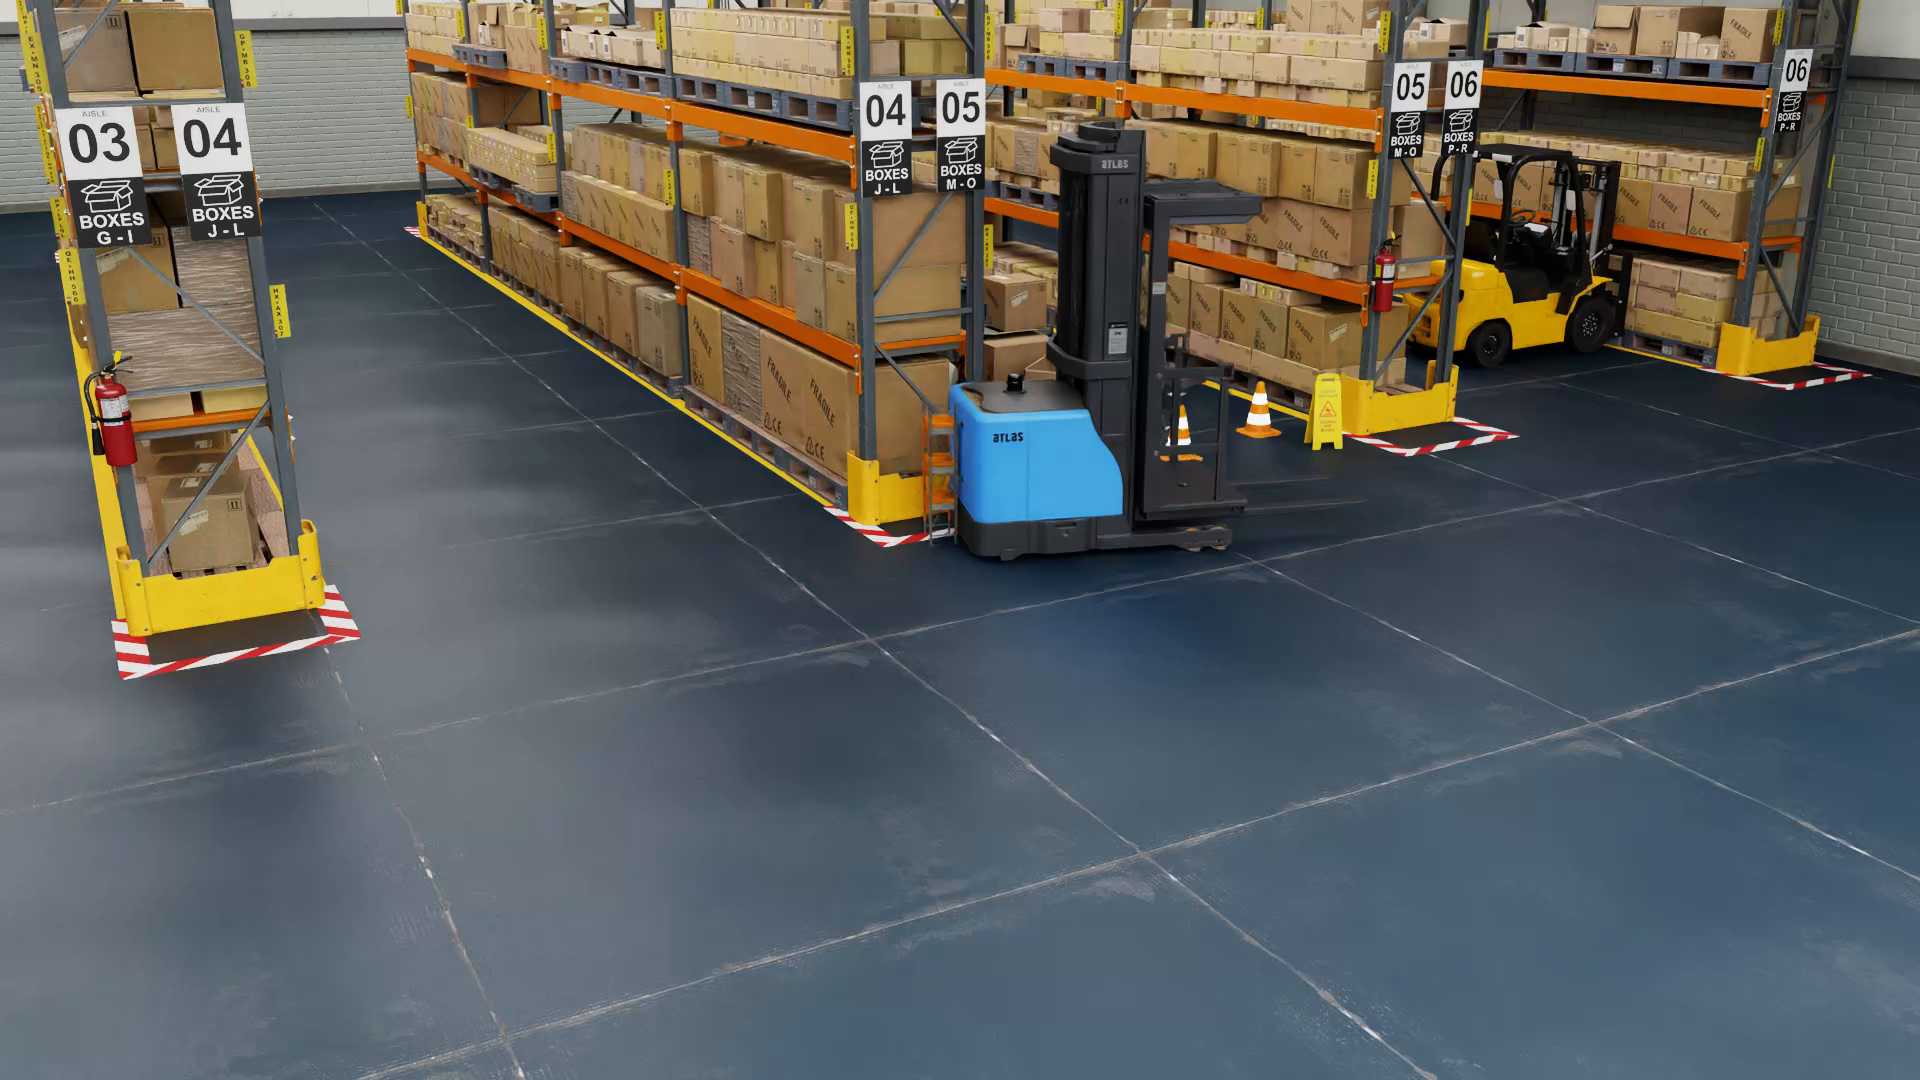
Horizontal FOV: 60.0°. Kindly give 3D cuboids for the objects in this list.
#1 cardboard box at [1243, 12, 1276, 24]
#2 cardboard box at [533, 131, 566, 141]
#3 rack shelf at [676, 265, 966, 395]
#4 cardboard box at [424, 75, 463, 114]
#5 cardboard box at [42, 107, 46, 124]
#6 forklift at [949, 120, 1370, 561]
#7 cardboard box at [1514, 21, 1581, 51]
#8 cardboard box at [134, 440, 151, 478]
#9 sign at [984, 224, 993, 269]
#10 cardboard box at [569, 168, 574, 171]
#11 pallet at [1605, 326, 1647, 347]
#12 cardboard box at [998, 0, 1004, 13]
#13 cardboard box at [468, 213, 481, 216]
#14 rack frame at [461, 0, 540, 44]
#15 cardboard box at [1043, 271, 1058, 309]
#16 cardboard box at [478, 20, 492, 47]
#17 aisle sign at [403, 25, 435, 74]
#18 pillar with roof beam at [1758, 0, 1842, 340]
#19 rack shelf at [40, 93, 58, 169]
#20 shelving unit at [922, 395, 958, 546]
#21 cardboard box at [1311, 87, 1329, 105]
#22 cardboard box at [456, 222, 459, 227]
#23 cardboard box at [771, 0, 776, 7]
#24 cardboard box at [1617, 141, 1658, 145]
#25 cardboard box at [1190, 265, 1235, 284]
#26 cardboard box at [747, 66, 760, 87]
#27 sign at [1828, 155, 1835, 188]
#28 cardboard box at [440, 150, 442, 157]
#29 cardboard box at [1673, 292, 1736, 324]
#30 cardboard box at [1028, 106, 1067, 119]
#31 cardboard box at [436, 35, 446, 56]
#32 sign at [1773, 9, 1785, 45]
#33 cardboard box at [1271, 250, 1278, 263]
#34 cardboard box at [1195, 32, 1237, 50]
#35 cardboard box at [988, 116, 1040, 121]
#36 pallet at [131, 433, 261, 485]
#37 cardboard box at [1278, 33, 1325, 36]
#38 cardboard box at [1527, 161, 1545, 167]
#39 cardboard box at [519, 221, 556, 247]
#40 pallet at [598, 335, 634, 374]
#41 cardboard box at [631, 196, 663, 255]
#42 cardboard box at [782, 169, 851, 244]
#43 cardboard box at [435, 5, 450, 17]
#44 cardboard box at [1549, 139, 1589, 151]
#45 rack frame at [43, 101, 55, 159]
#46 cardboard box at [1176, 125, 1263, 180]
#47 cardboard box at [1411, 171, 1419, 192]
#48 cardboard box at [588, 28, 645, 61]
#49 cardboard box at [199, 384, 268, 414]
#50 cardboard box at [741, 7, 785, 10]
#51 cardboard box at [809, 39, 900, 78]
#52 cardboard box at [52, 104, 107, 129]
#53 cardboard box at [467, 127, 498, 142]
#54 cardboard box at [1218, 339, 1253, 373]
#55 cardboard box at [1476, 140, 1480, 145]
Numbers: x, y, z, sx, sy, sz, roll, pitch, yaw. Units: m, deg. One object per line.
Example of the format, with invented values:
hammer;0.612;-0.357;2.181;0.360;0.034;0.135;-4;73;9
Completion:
cardboard box;4.163;-7.255;23.123;0.380;0.149;0.250;-9;21;-25
cardboard box;-5.251;-5.158;21.310;0.380;0.149;0.250;-10;21;-27
rack shelf;-1.239;-1.898;14.136;1.077;0.370;4.000;-10;21;-27
cardboard box;-7.435;-6.451;24.085;0.500;0.500;0.500;-11;22;-28
cardboard box;-11.821;-5.471;22.012;0.500;0.500;0.500;-11;22;-28
forklift;1.479;-1.465;11.885;3.031;2.935;1.130;-4;19;-11
cardboard box;6.667;-5.723;18.859;0.500;0.311;0.500;-9;21;-26
cardboard box;-6.168;-0.806;13.056;0.500;0.500;0.500;-3;19;-9
sign;0.202;-2.195;12.445;0.100;0.325;0.005;-10;21;-27
cardboard box;-4.508;-4.432;20.117;0.380;0.149;0.250;-9;21;-24
pallet;7.410;-2.474;18.978;1.003;0.211;1.213;-10;21;-27
cardboard box;1.002;-9.231;28.695;0.500;0.250;0.500;-10;21;-27
cardboard box;-6.721;-4.527;23.466;0.380;0.149;0.250;-9;21;-25
rack frame;-5.988;-7.945;21.359;1.000;3.000;0.127;-10;21;-27
cardboard box;1.524;-2.920;19.381;0.950;0.372;0.625;-9;21;-23
cardboard box;-5.755;-6.398;20.968;0.500;0.311;0.500;-10;22;-27
aisle sign;-8.186;-7.460;25.168;0.394;0.787;0.004;-10;21;-27
pillar with roof beam;5.060;-5.738;14.965;9.100;9.000;0.400;-10;21;-27
rack shelf;-7.552;-3.725;14.832;1.077;0.370;4.000;-10;21;-27
shelving unit;-0.145;-0.499;11.968;0.215;1.050;0.252;-4;19;-11
cardboard box;3.360;-3.966;14.813;0.380;0.149;0.250;-9;21;-25
cardboard box;-7.189;-4.691;24.398;0.380;0.149;0.250;-9;21;-24
cardboard box;-2.753;-8.162;25.637;0.500;0.500;0.500;-10;21;-26
cardboard box;7.576;-4.377;18.615;0.380;0.149;0.250;-9;21;-25
cardboard box;2.545;-2.687;16.748;0.380;0.149;0.250;-9;21;-24
cardboard box;-1.469;-3.690;13.215;0.380;0.149;0.250;-10;21;-26
sign;8.877;-3.761;16.982;0.100;0.325;0.005;-10;21;-27
cardboard box;-7.433;-5.707;24.458;0.380;0.149;0.250;-10;22;-27
cardboard box;7.879;-2.456;17.455;0.500;0.250;0.500;-10;22;-27
cardboard box;1.511;-7.287;28.425;0.500;0.250;0.500;-11;22;-28
cardboard box;-6.927;-6.846;23.003;0.500;0.250;0.500;-10;22;-27
sign;7.901;-4.949;16.039;0.100;0.325;0.005;-10;21;-27
cardboard box;3.186;-2.712;15.778;0.380;0.149;0.250;-10;21;-26
cardboard box;2.512;-4.853;16.161;0.380;0.149;0.250;-11;22;-28
cardboard box;0.681;-5.055;20.930;0.500;0.500;0.500;-11;22;-28
pallet;-6.252;-0.567;13.452;1.003;0.211;1.213;-10;21;-27
cardboard box;3.282;-4.797;15.998;0.380;0.149;0.250;-10;21;-26
cardboard box;6.731;-4.373;19.057;0.380;0.149;0.250;-9;21;-25
cardboard box;-5.121;-3.779;20.524;0.500;0.250;0.500;-9;21;-25
pallet;-3.205;-2.055;17.762;1.003;0.211;1.213;-10;21;-27
cardboard box;-2.912;-3.113;16.401;0.500;0.500;0.500;-10;22;-27
cardboard box;-0.920;-2.683;13.423;0.875;0.550;0.550;-10;21;-27
cardboard box;-7.014;-7.295;22.929;0.380;0.149;0.250;-10;21;-27
cardboard box;6.888;-4.442;18.802;0.380;0.149;0.250;-10;22;-28
rack frame;-10.401;-4.369;20.196;1.000;3.000;0.127;-10;21;-27
cardboard box;2.576;-3.810;16.433;0.700;0.500;0.500;-11;22;-28
cardboard box;5.773;-4.555;20.962;0.500;0.250;0.500;-10;21;-27
cardboard box;-3.456;-5.049;16.906;0.500;0.311;0.500;-10;22;-28
cardboard box;-4.628;-0.925;10.598;0.380;0.149;0.250;-10;21;-27
cardboard box;-1.734;-4.678;14.858;0.380;0.149;0.250;-10;21;-27
cardboard box;-0.768;-3.495;12.039;0.500;0.250;0.500;-10;21;-26
cardboard box;-5.109;-2.492;9.774;0.380;0.149;0.250;-10;21;-27
cardboard box;-6.205;-5.285;21.679;0.380;0.149;0.250;-9;21;-24
cardboard box;2.906;-1.848;16.460;0.500;0.250;0.500;-11;22;-29
cardboard box;6.129;-4.795;20.282;0.380;0.149;0.250;-9;21;-25
